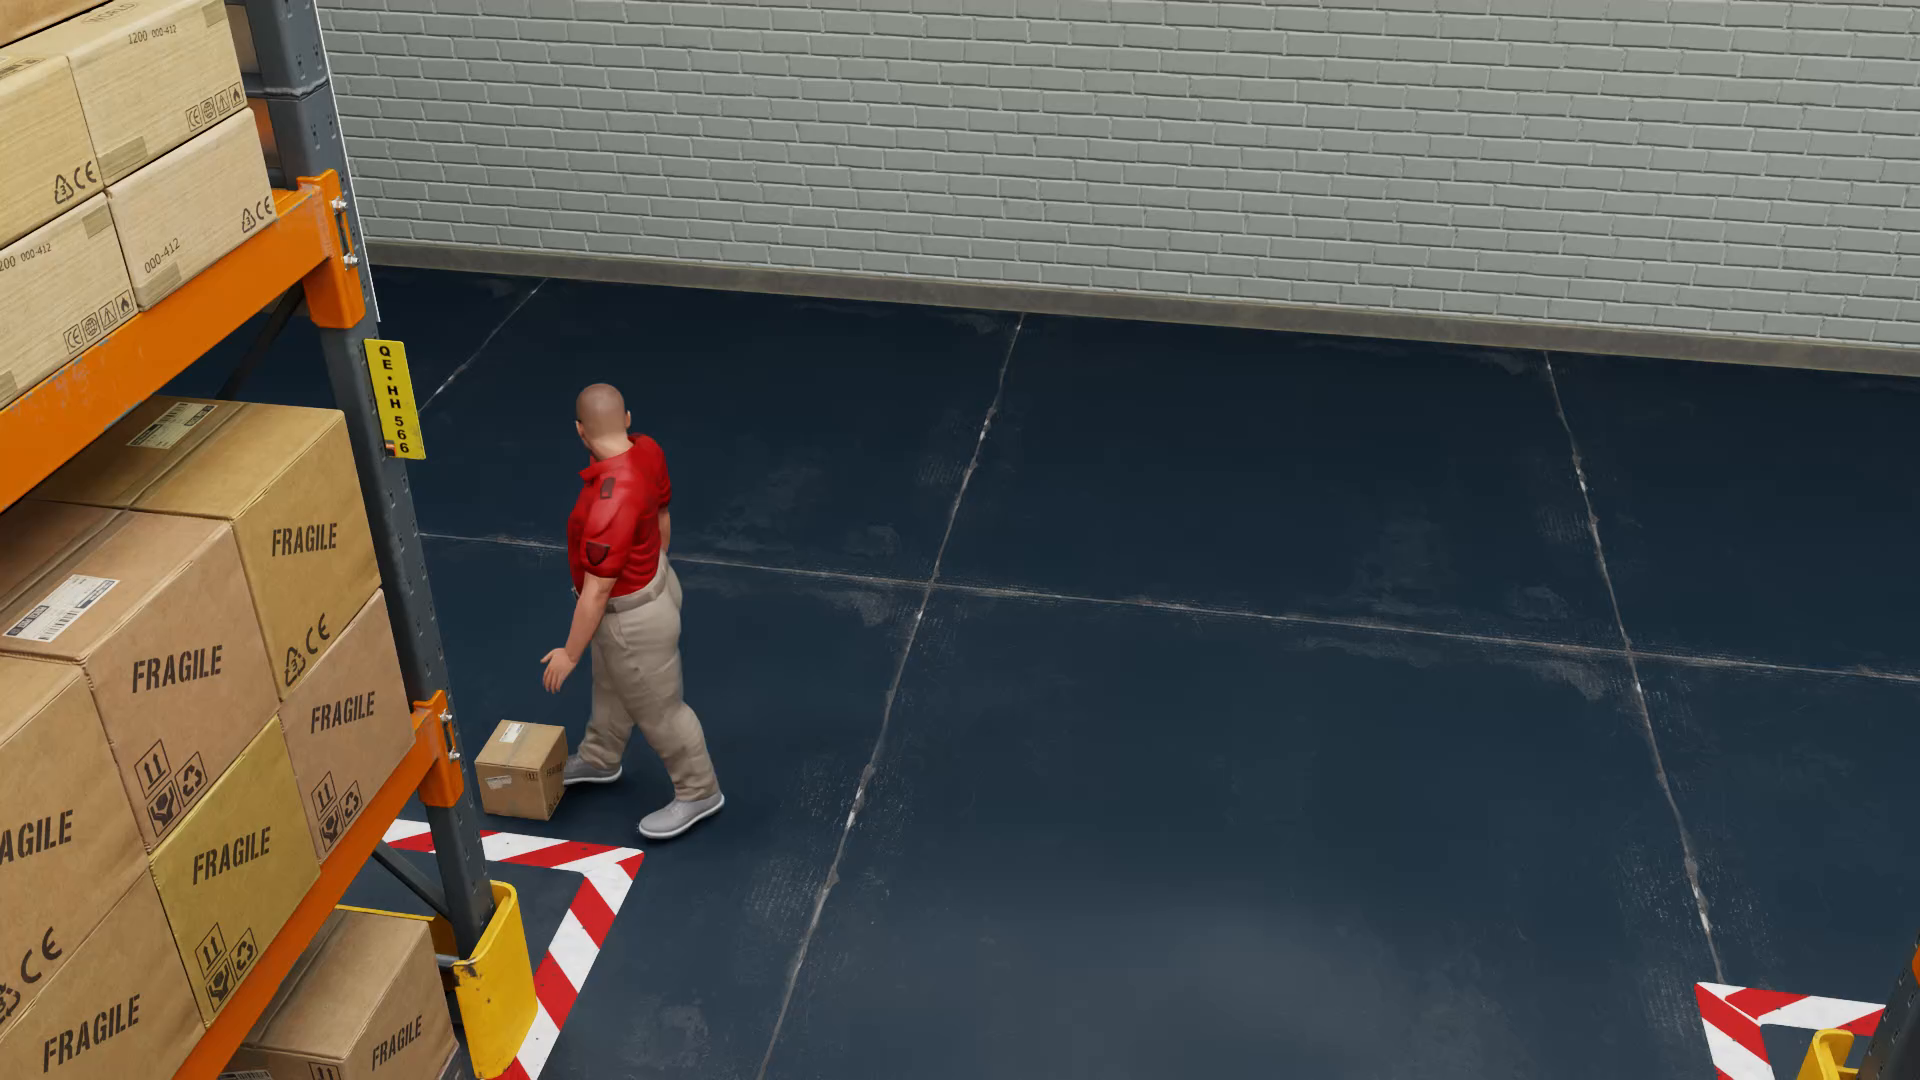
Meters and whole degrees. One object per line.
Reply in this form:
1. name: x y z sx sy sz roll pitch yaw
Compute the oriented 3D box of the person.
1. person: -1.151 0.236 5.676 0.533 1.646 0.594 -2 32 -4
